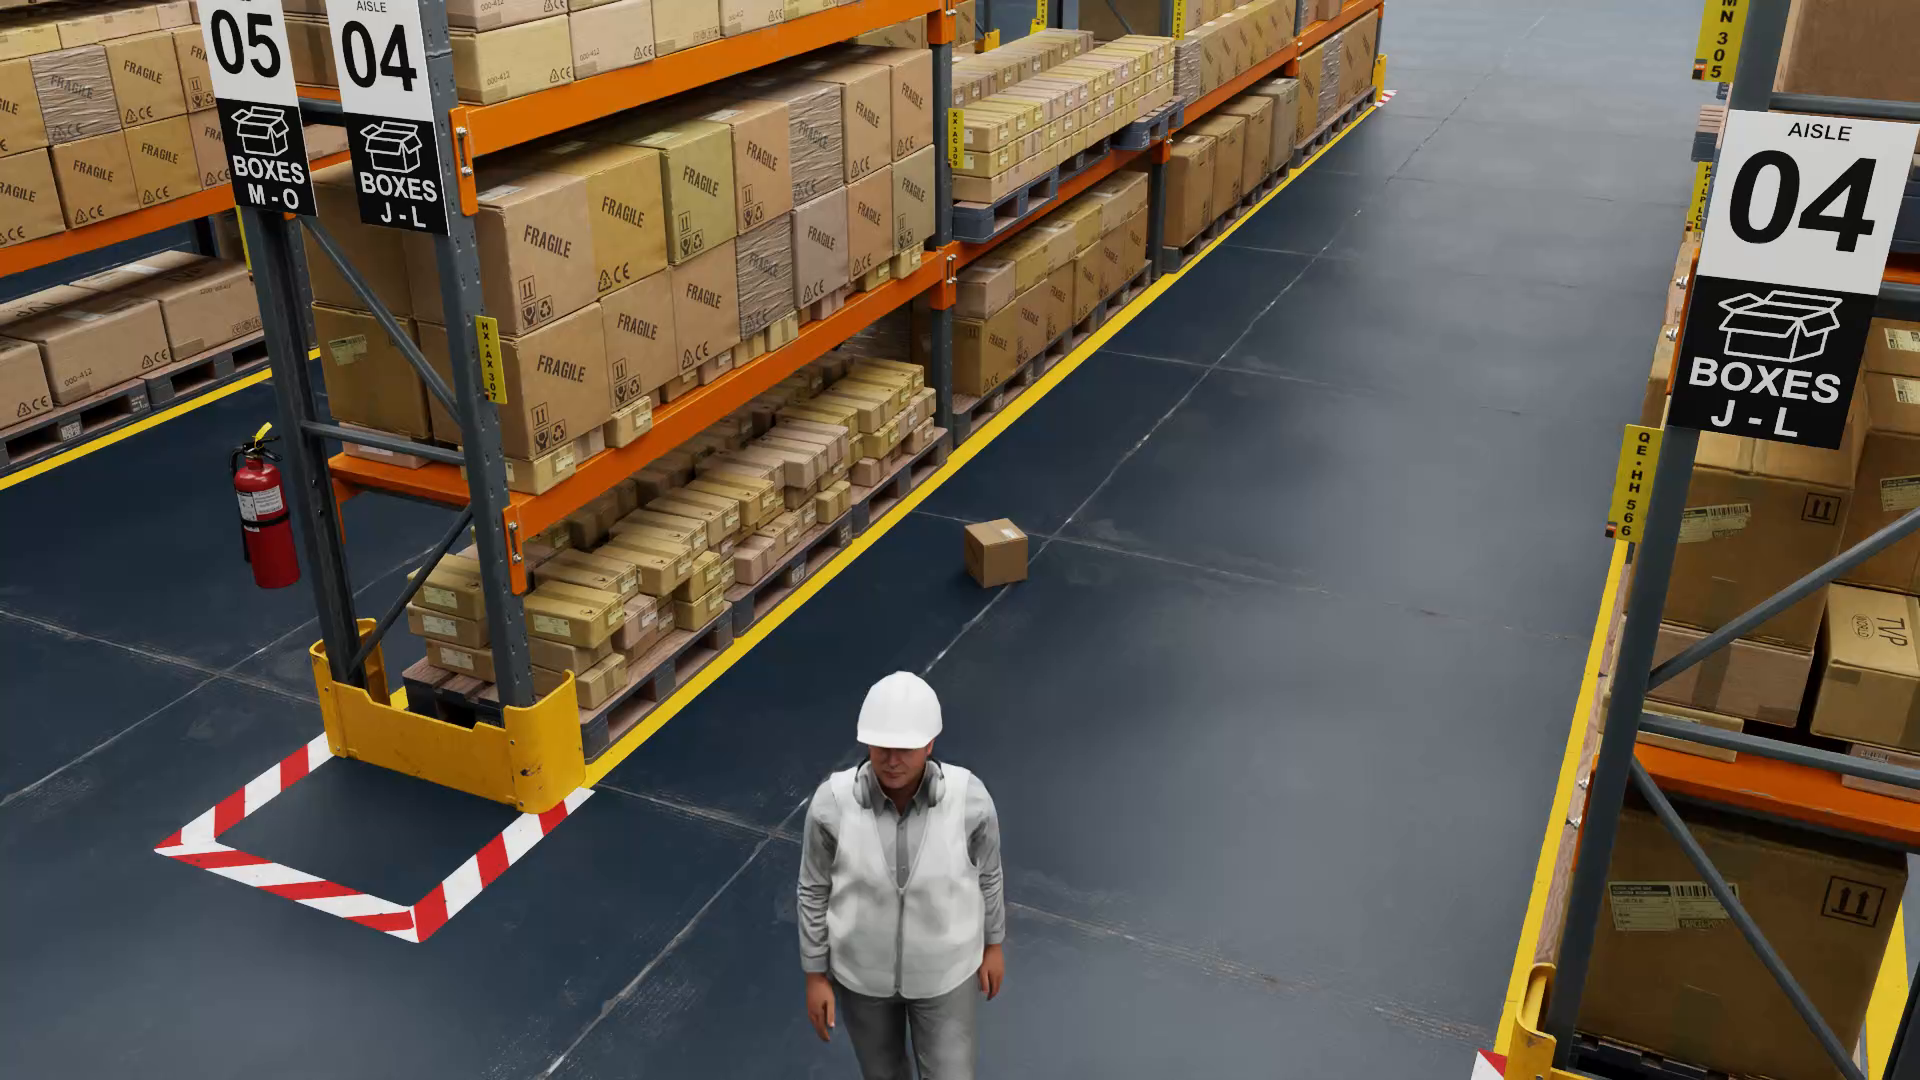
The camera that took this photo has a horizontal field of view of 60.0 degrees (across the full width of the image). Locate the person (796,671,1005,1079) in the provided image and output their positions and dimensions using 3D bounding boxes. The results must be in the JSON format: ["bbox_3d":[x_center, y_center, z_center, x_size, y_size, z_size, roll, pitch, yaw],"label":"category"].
[{"bbox_3d":[-0.162,1.210,4.620,0.570,1.837,0.533,1,26,2],"label":"person"}]
